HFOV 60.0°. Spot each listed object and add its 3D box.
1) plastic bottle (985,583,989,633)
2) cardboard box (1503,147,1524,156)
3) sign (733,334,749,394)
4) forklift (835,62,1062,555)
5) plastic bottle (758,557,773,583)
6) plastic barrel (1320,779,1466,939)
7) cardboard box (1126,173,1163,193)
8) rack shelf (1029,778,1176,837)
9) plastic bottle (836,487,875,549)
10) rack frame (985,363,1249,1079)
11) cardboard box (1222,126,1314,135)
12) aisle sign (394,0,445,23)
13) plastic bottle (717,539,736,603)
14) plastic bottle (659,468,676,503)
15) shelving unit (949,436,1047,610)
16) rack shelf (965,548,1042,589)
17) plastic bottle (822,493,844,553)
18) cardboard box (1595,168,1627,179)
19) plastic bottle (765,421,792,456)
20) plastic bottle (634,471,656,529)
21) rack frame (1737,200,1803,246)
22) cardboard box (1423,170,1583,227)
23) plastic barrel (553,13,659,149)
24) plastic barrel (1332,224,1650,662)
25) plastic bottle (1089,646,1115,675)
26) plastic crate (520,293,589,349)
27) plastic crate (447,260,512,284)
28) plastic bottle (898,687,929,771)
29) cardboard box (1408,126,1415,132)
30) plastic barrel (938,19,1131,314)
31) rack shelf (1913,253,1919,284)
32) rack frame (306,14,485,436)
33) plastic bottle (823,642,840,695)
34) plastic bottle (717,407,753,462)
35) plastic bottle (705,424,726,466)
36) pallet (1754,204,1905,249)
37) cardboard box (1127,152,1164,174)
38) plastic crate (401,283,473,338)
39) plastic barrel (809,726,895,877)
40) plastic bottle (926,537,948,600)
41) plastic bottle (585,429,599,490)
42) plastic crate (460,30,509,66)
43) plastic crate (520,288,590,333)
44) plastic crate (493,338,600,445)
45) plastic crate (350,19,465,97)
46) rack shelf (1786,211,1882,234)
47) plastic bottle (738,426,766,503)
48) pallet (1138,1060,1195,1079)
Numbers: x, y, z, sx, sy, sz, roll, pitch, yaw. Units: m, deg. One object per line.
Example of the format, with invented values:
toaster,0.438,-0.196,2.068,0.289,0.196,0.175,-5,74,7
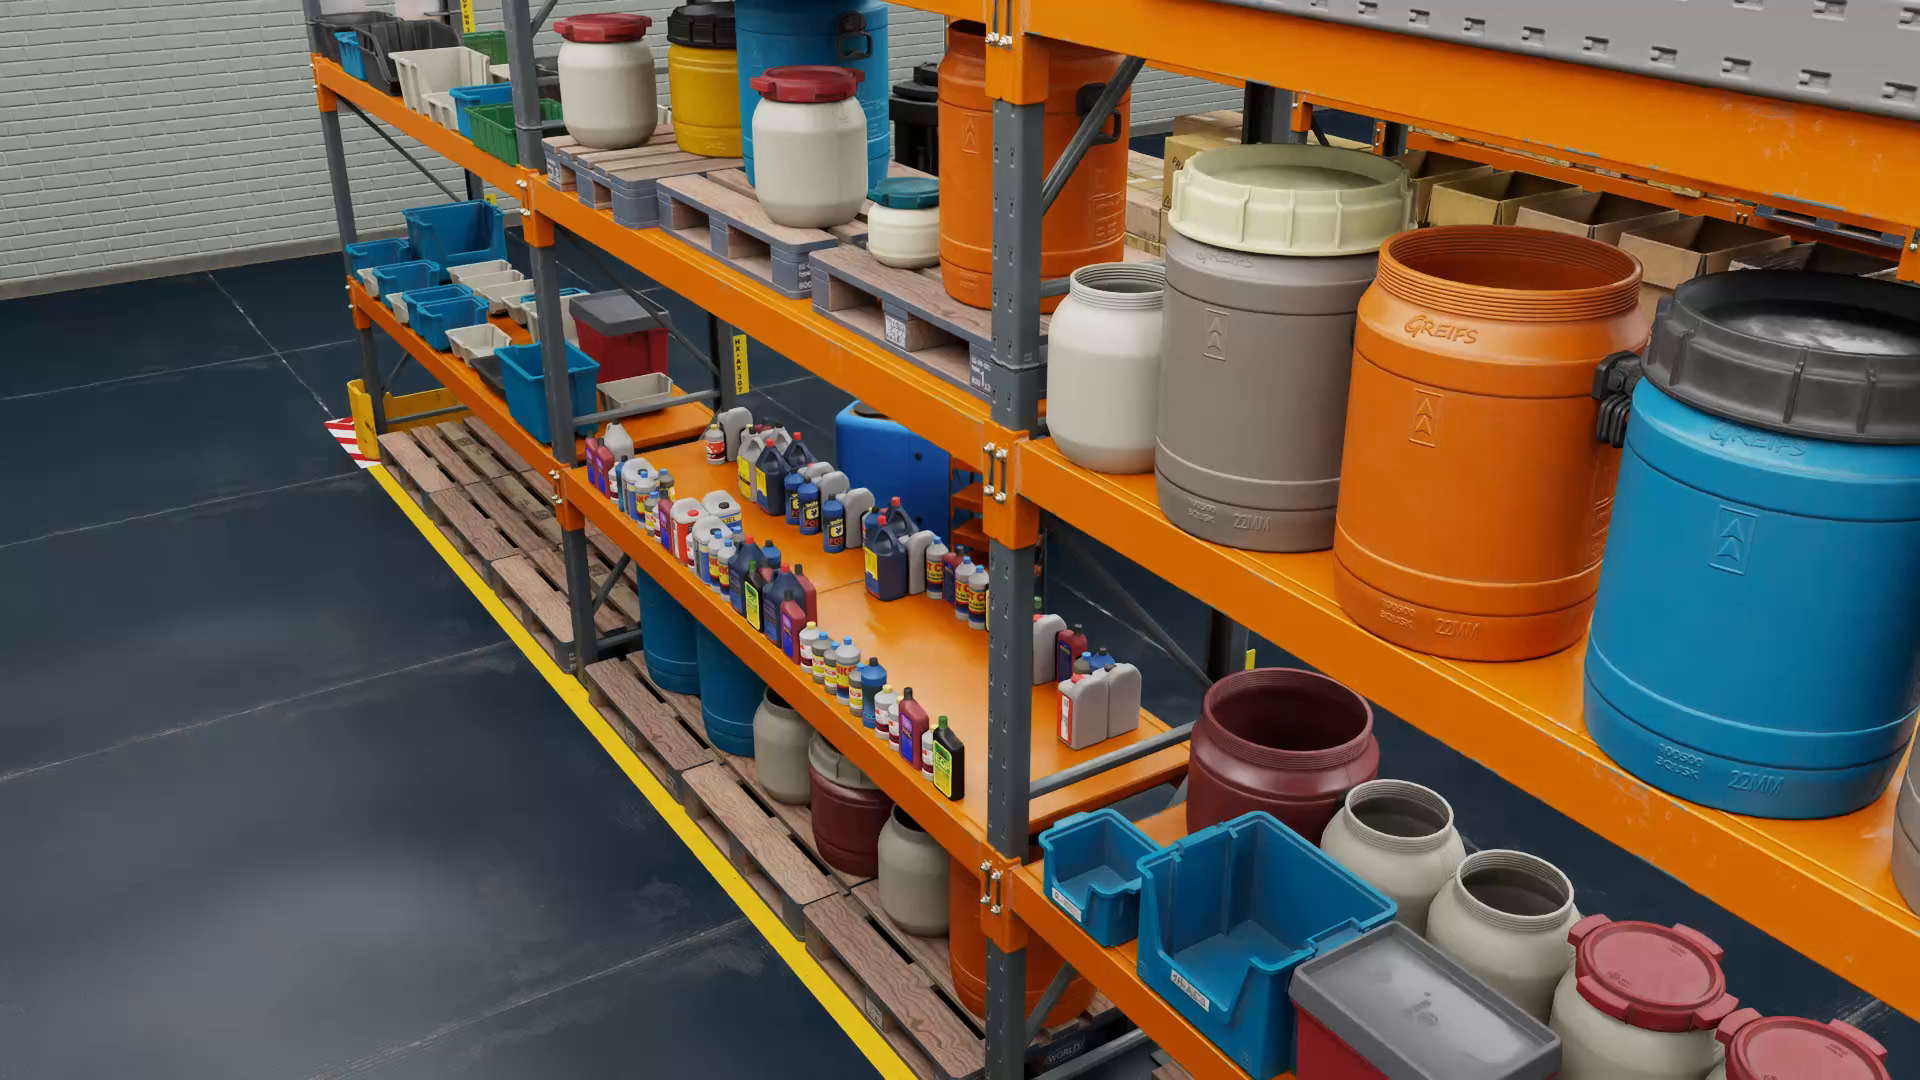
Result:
plastic bottle,0.160,0.263,6.815,0.061,0.283,0.133,-16,29,-30
cardboard box,5.205,-3.634,15.229,0.380,0.149,0.250,-16,30,-31
sign,-1.183,-0.936,8.895,0.100,0.325,0.005,-16,29,-30
forklift,0.262,-1.598,10.701,1.130,2.935,3.031,10,27,20
plastic bottle,-0.786,0.218,6.912,0.061,0.283,0.133,-16,29,-30
plastic barrel,1.280,1.015,4.956,0.421,0.512,0.421,0,25,0
cardboard box,1.207,-2.550,12.466,0.500,0.250,0.500,-16,30,-31
rack shelf,-0.553,0.292,7.292,0.831,0.071,3.687,-16,29,-30
plastic bottle,-0.484,-0.120,7.635,0.152,0.276,0.135,-16,29,-30
rack frame,0.539,0.747,5.654,1.000,3.000,0.127,-16,29,-30
cardboard box,2.196,-2.653,11.804,0.500,0.500,0.500,-16,29,-30
aisle sign,-3.622,-3.384,11.359,0.394,0.787,0.004,-16,29,-30
plastic bottle,-0.985,0.126,7.121,0.097,0.271,0.097,0,25,0
plastic bottle,-1.417,-0.244,7.986,0.097,0.201,0.097,0,25,0
shelving unit,0.213,-0.039,9.427,0.503,1.200,0.258,15,29,29
rack shelf,0.213,0.201,9.540,0.480,0.148,0.258,15,29,29
plastic bottle,-0.578,-0.082,7.561,0.097,0.271,0.097,0,25,0
cardboard box,5.743,-3.256,14.428,0.380,0.149,0.250,-17,30,-32
plastic bottle,-0.869,-0.409,8.160,0.144,0.351,0.185,-16,29,-30
plastic bottle,-1.471,-0.192,7.794,0.097,0.271,0.097,0,25,0
rack frame,6.716,-2.958,13.501,1.000,3.000,0.127,-16,29,-30
cardboard box,3.226,-1.862,9.888,0.797,0.503,0.637,-15,29,-29
plastic barrel,-1.567,-2.045,7.403,0.433,0.535,0.433,0,25,0
plastic barrel,1.163,-0.225,3.697,0.600,0.830,0.708,-16,29,-30
plastic bottle,0.533,0.527,6.270,0.097,0.271,0.097,0,25,0
plastic crate,-2.324,-1.246,9.945,0.437,0.282,0.530,-16,29,-30
plastic crate,-3.231,-1.773,11.230,0.396,0.136,0.243,-16,29,-30
plastic bottle,-0.165,0.672,5.949,0.061,0.283,0.133,-16,29,-30
cardboard box,4.435,-4.082,16.178,0.380,0.149,0.250,-16,30,-30
plastic barrel,0.232,-1.197,5.264,0.600,0.830,0.708,-16,29,-30
rack shelf,5.781,-0.723,6.097,1.077,0.370,4.000,-16,29,-30
rack frame,-3.828,-2.114,11.715,1.000,3.000,0.127,-16,29,-30
plastic bottle,-0.479,0.489,6.432,0.097,0.201,0.097,0,25,0
plastic bottle,-1.159,-0.562,8.572,0.152,0.276,0.135,-16,29,-30
plastic bottle,-1.253,-0.492,8.512,0.097,0.201,0.097,0,25,0
pallet,7.011,-2.564,12.891,1.003,0.211,1.213,-16,29,-30
cardboard box,1.363,-2.860,13.122,0.500,0.250,0.500,-17,30,-31
plastic crate,-3.250,-1.430,10.391,0.416,0.233,0.300,-16,29,-30
plastic barrel,-0.359,1.073,7.297,0.600,0.588,0.708,-16,29,-30
plastic bottle,-0.097,0.114,7.145,0.097,0.271,0.097,0,25,0
plastic bottle,-1.802,-0.400,8.221,0.061,0.283,0.133,-16,29,-30
plastic crate,-3.050,-3.089,10.514,0.450,0.188,0.336,-16,29,-30
plastic crate,-2.492,-1.391,10.309,0.416,0.233,0.300,-16,29,-30
plastic crate,-2.185,-0.791,8.860,0.392,0.384,0.575,-16,29,-30
plastic crate,-3.224,-2.832,9.795,0.504,0.338,0.767,-16,29,-30
rack shelf,7.808,-2.005,12.098,0.919,0.124,3.809,-16,29,-30
plastic bottle,-0.989,-0.375,8.089,0.144,0.351,0.185,-16,29,-30
pallet,0.929,2.294,5.643,1.003,0.211,1.213,-16,29,-30
